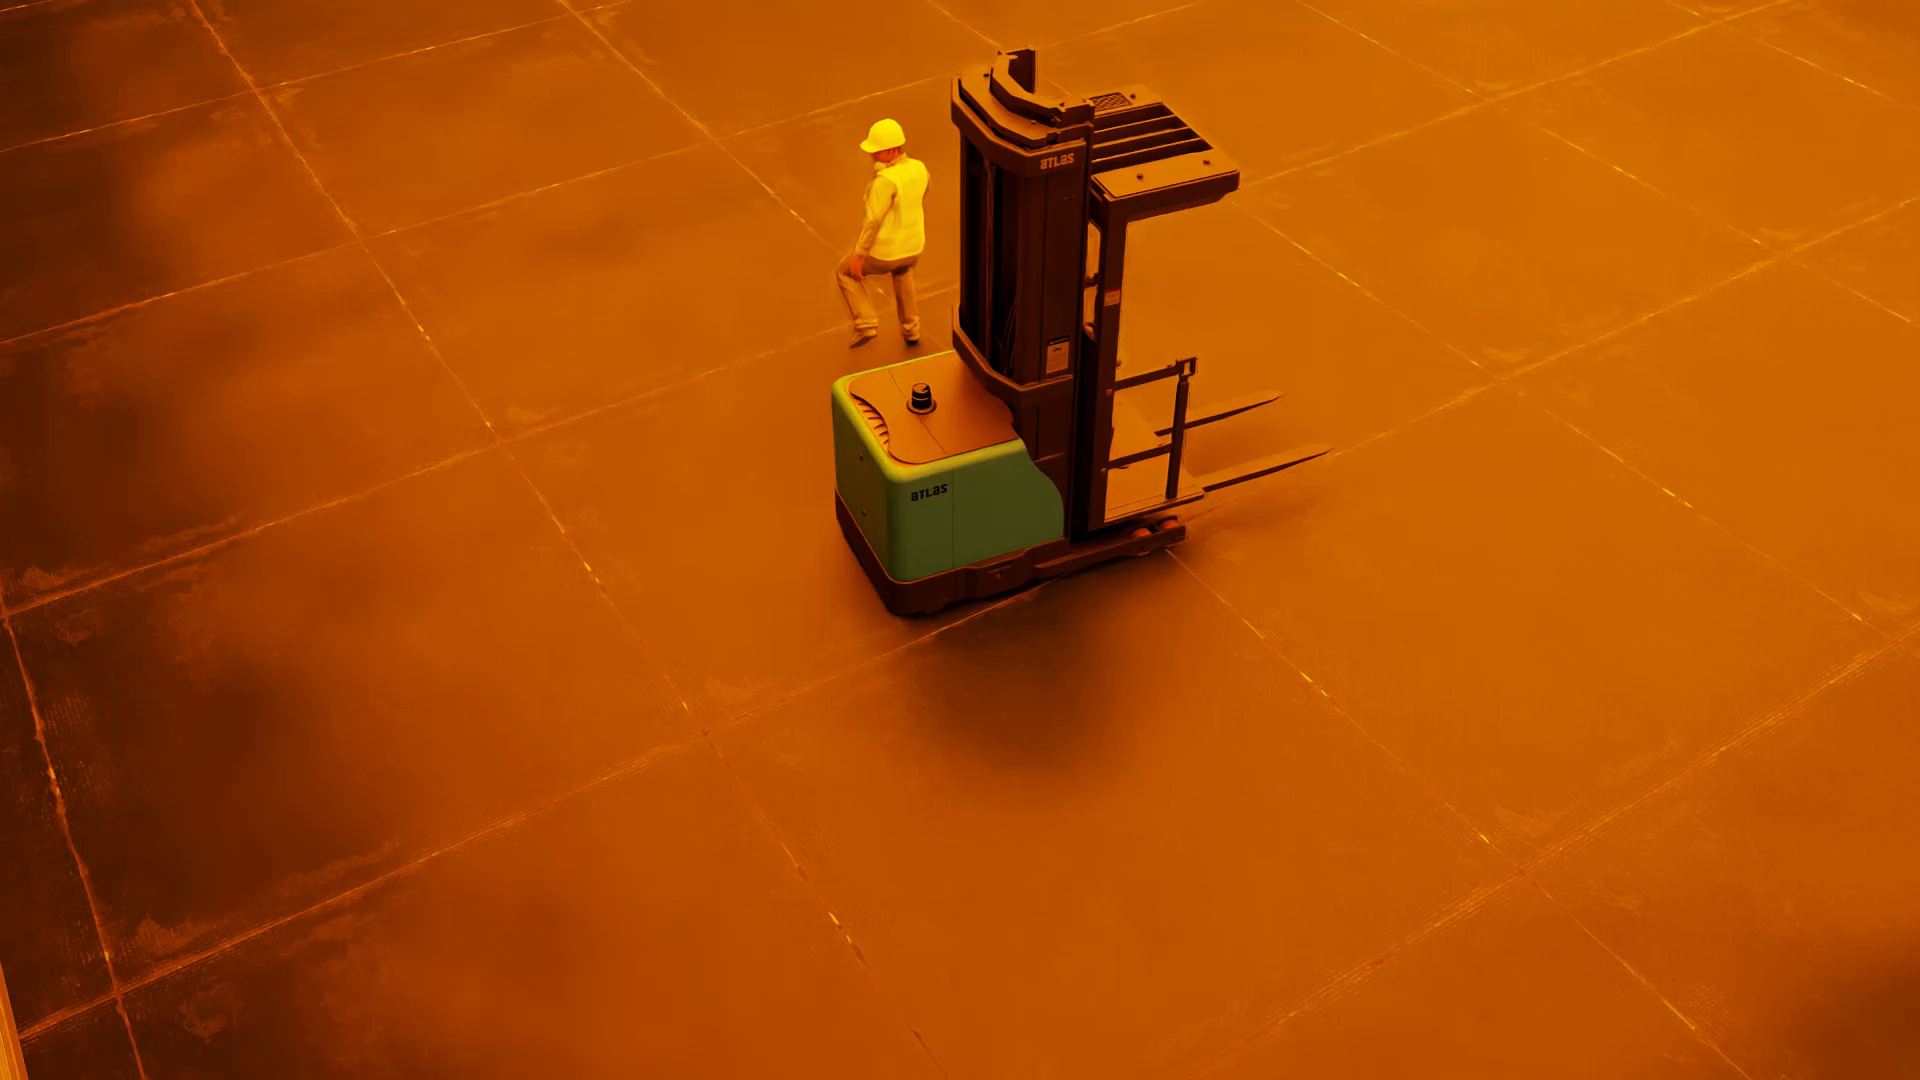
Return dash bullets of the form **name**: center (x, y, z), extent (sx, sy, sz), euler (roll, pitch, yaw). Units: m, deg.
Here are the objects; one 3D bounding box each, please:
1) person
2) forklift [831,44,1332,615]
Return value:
- **person**: center (-0.501, -2.027, 11.165), extent (0.802, 1.675, 0.596), euler (-26, 47, -27)
- **forklift**: center (0.809, -1.313, 9.374), extent (3.031, 2.935, 1.130), euler (-16, 44, -17)
